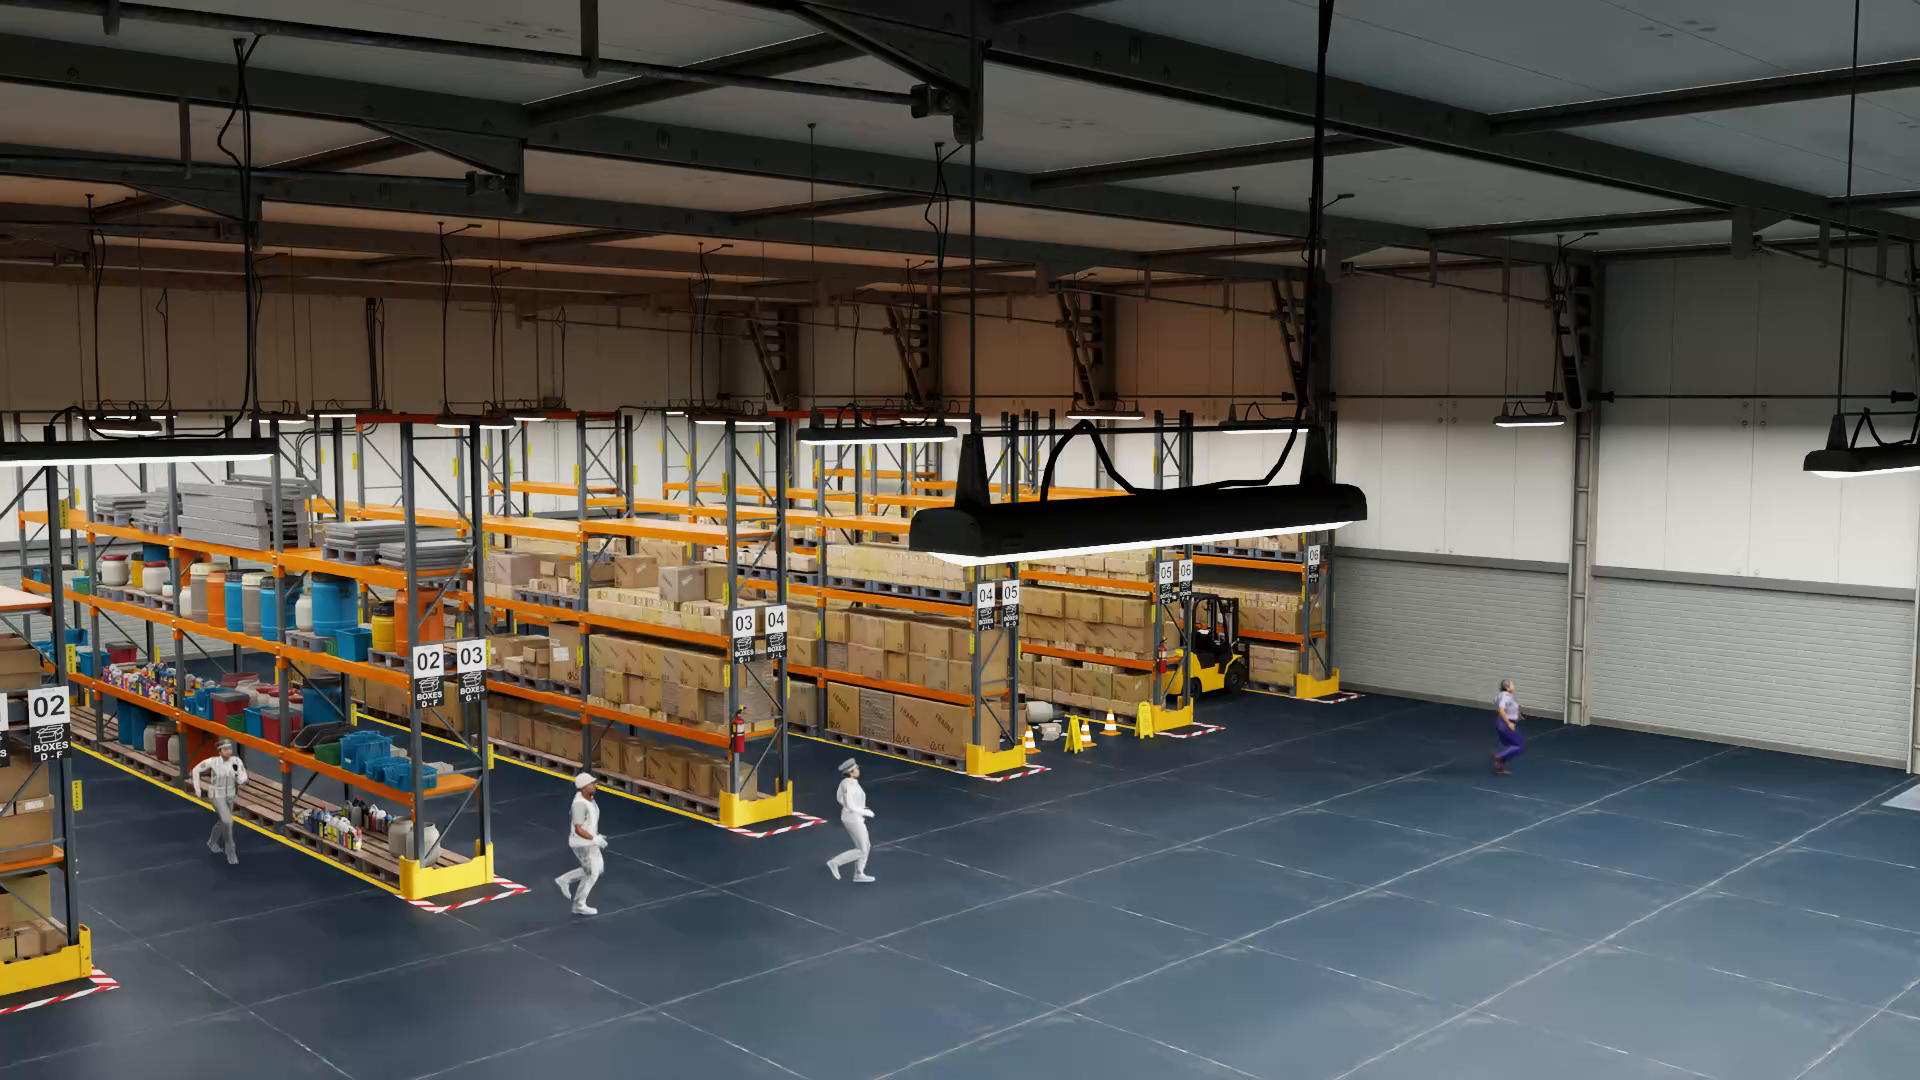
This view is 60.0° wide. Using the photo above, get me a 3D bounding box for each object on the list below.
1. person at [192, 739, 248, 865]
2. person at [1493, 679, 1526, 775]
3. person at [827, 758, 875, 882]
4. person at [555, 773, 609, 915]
[{"bbox_3d":[-10.058,3.531,22.651,0.827,1.725,0.636,4,7,41],"label":"person"},{"bbox_3d":[9.165,3.131,27.754,0.541,1.594,0.604,0,5,1],"label":"person"},{"bbox_3d":[-1.425,3.638,21.537,0.653,1.644,0.614,-1,5,-16],"label":"person"},{"bbox_3d":[-4.625,3.704,20.344,0.669,1.746,0.705,-1,5,-6],"label":"person"}]
